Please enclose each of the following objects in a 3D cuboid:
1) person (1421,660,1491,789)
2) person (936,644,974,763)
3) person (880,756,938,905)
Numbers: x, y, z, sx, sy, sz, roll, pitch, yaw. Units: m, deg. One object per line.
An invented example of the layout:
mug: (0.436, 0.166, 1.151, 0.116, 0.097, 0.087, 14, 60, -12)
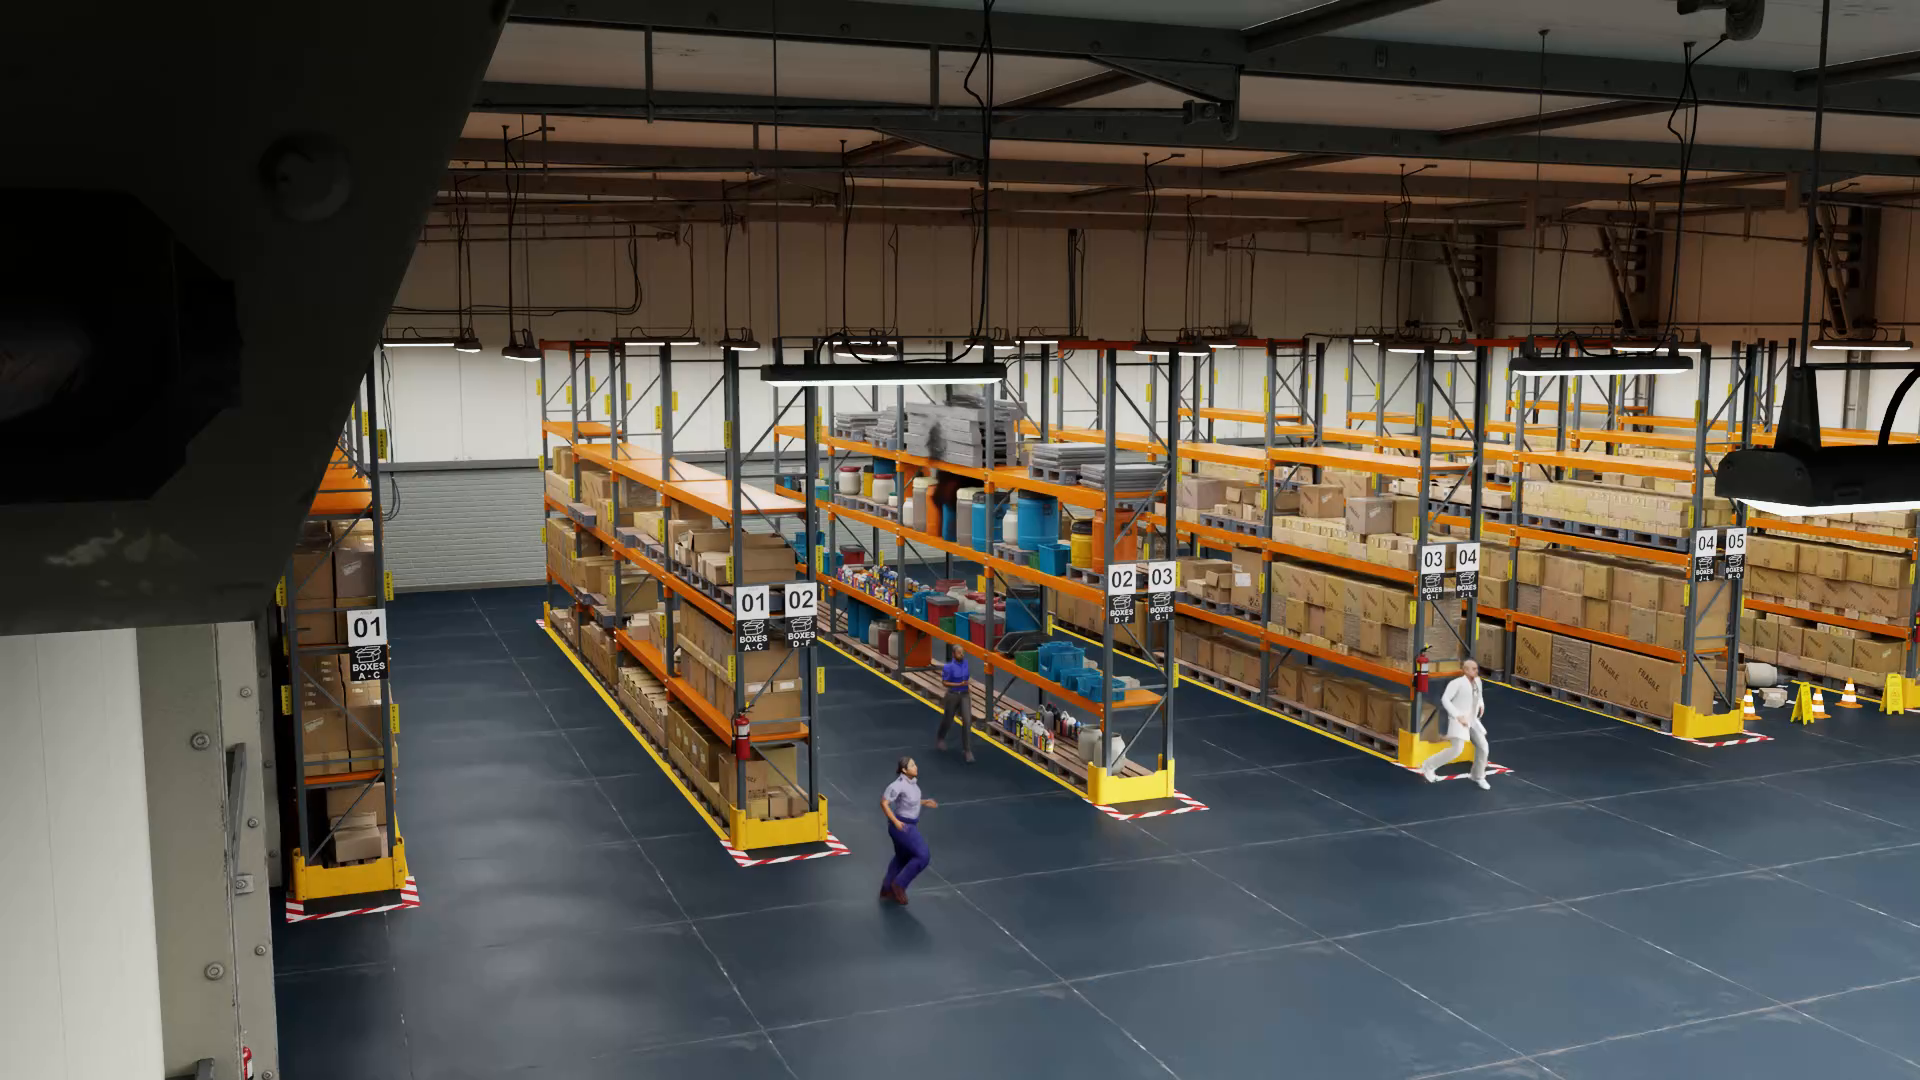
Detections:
person: (6.893, 2.528, 22.852, 0.923, 1.782, 0.790, -6, 9, -37)
person: (-0.060, 2.338, 24.309, 0.557, 1.681, 0.901, -4, 8, -28)
person: (-0.569, 3.169, 18.253, 0.638, 1.638, 0.580, 1, 7, 4)
